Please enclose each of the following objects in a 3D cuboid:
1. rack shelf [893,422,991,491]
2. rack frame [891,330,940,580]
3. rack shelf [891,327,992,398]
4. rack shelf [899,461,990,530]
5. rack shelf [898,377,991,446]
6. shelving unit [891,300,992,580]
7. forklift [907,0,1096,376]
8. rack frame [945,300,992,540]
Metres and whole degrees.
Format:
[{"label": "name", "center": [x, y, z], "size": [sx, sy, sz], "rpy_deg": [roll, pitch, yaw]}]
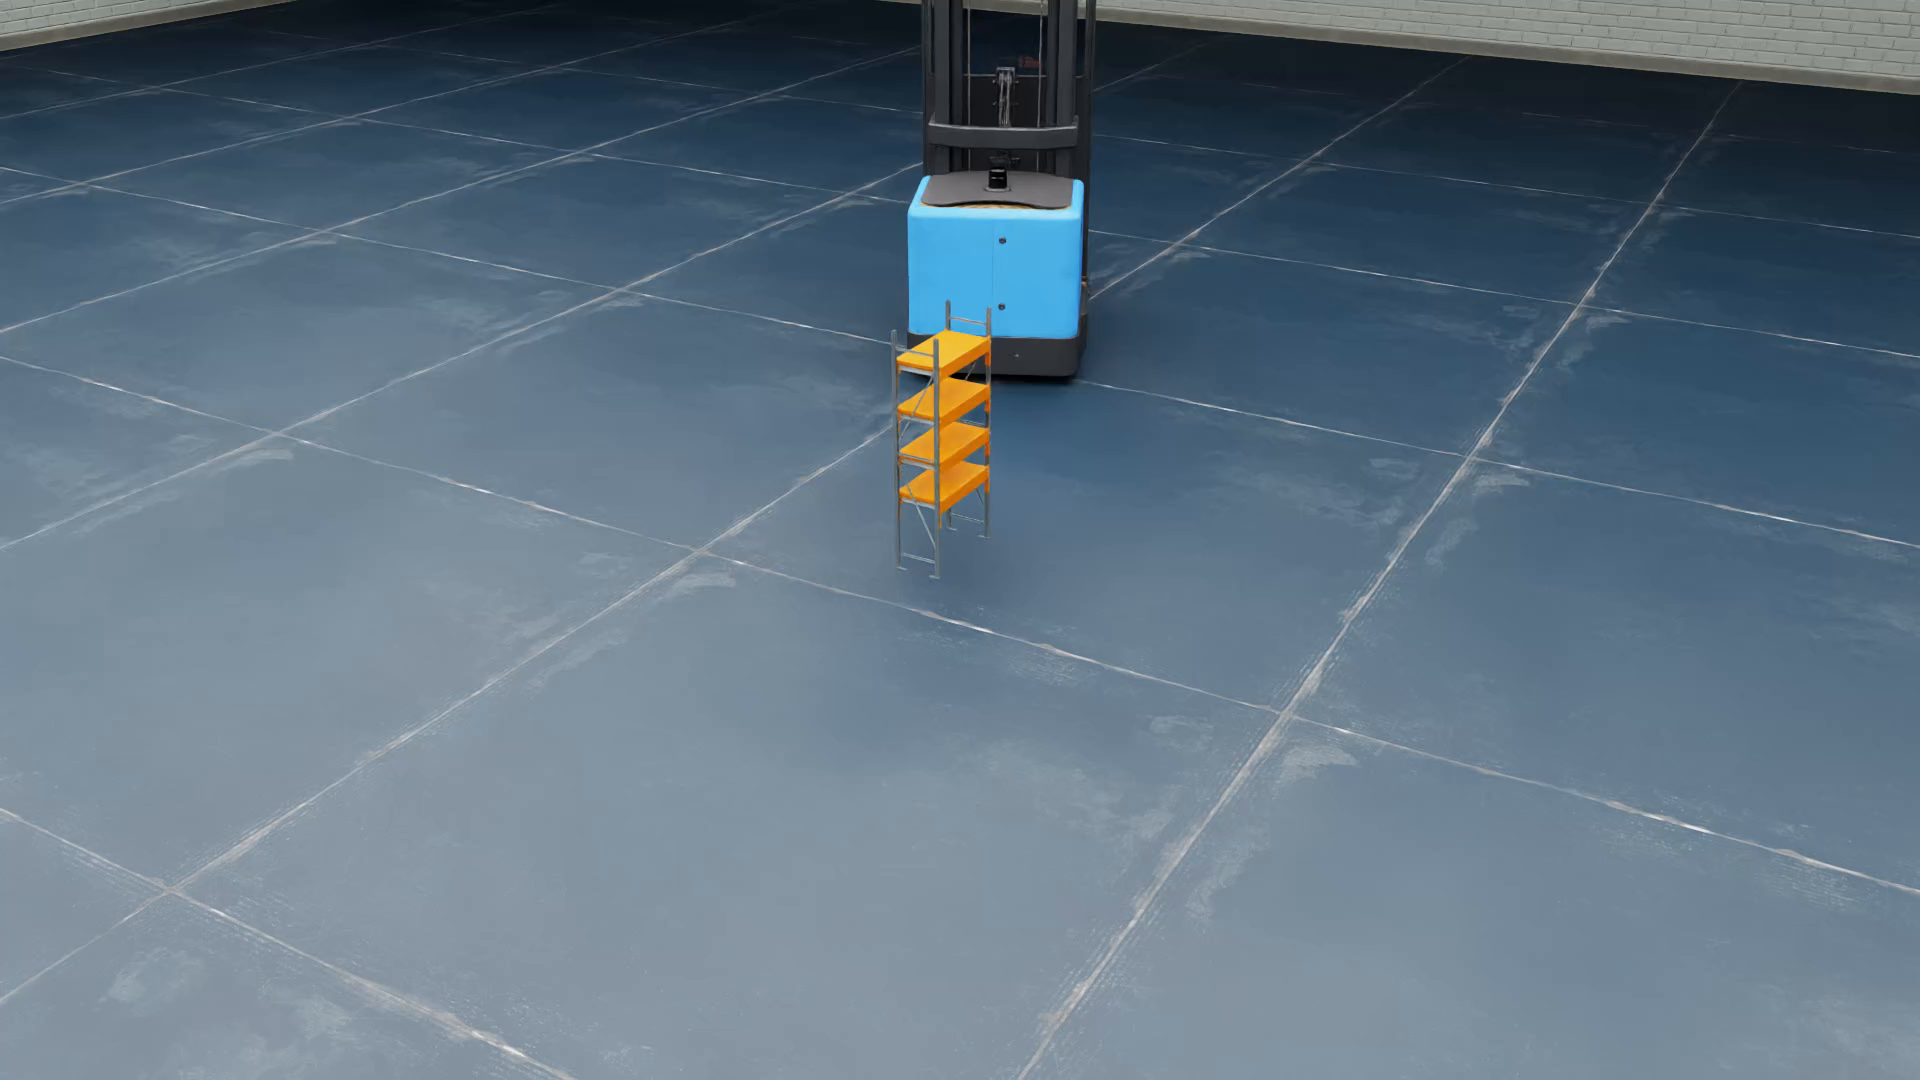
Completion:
[{"label": "rack shelf", "center": [-0.081, -0.412, 7.883], "size": [0.258, 0.148, 0.480], "rpy_deg": [14, 30, 26]}, {"label": "rack frame", "center": [-0.201, -0.377, 7.663], "size": [0.240, 1.200, 0.015], "rpy_deg": [14, 30, 26]}, {"label": "rack shelf", "center": [-0.081, -0.823, 7.677], "size": [0.258, 0.148, 0.480], "rpy_deg": [14, 30, 26]}, {"label": "rack shelf", "center": [-0.081, -0.234, 7.972], "size": [0.258, 0.148, 0.480], "rpy_deg": [14, 30, 26]}, {"label": "rack shelf", "center": [-0.081, -0.612, 7.783], "size": [0.258, 0.148, 0.480], "rpy_deg": [14, 30, 26]}, {"label": "shelving unit", "center": [-0.081, -0.472, 7.853], "size": [0.258, 1.200, 0.503], "rpy_deg": [14, 30, 26]}, {"label": "forklift", "center": [0.327, -2.929, 10.827], "size": [1.130, 2.935, 3.031], "rpy_deg": [2, 27, 5]}, {"label": "rack frame", "center": [0.039, -0.567, 8.043], "size": [0.240, 1.200, 0.015], "rpy_deg": [14, 30, 26]}]
